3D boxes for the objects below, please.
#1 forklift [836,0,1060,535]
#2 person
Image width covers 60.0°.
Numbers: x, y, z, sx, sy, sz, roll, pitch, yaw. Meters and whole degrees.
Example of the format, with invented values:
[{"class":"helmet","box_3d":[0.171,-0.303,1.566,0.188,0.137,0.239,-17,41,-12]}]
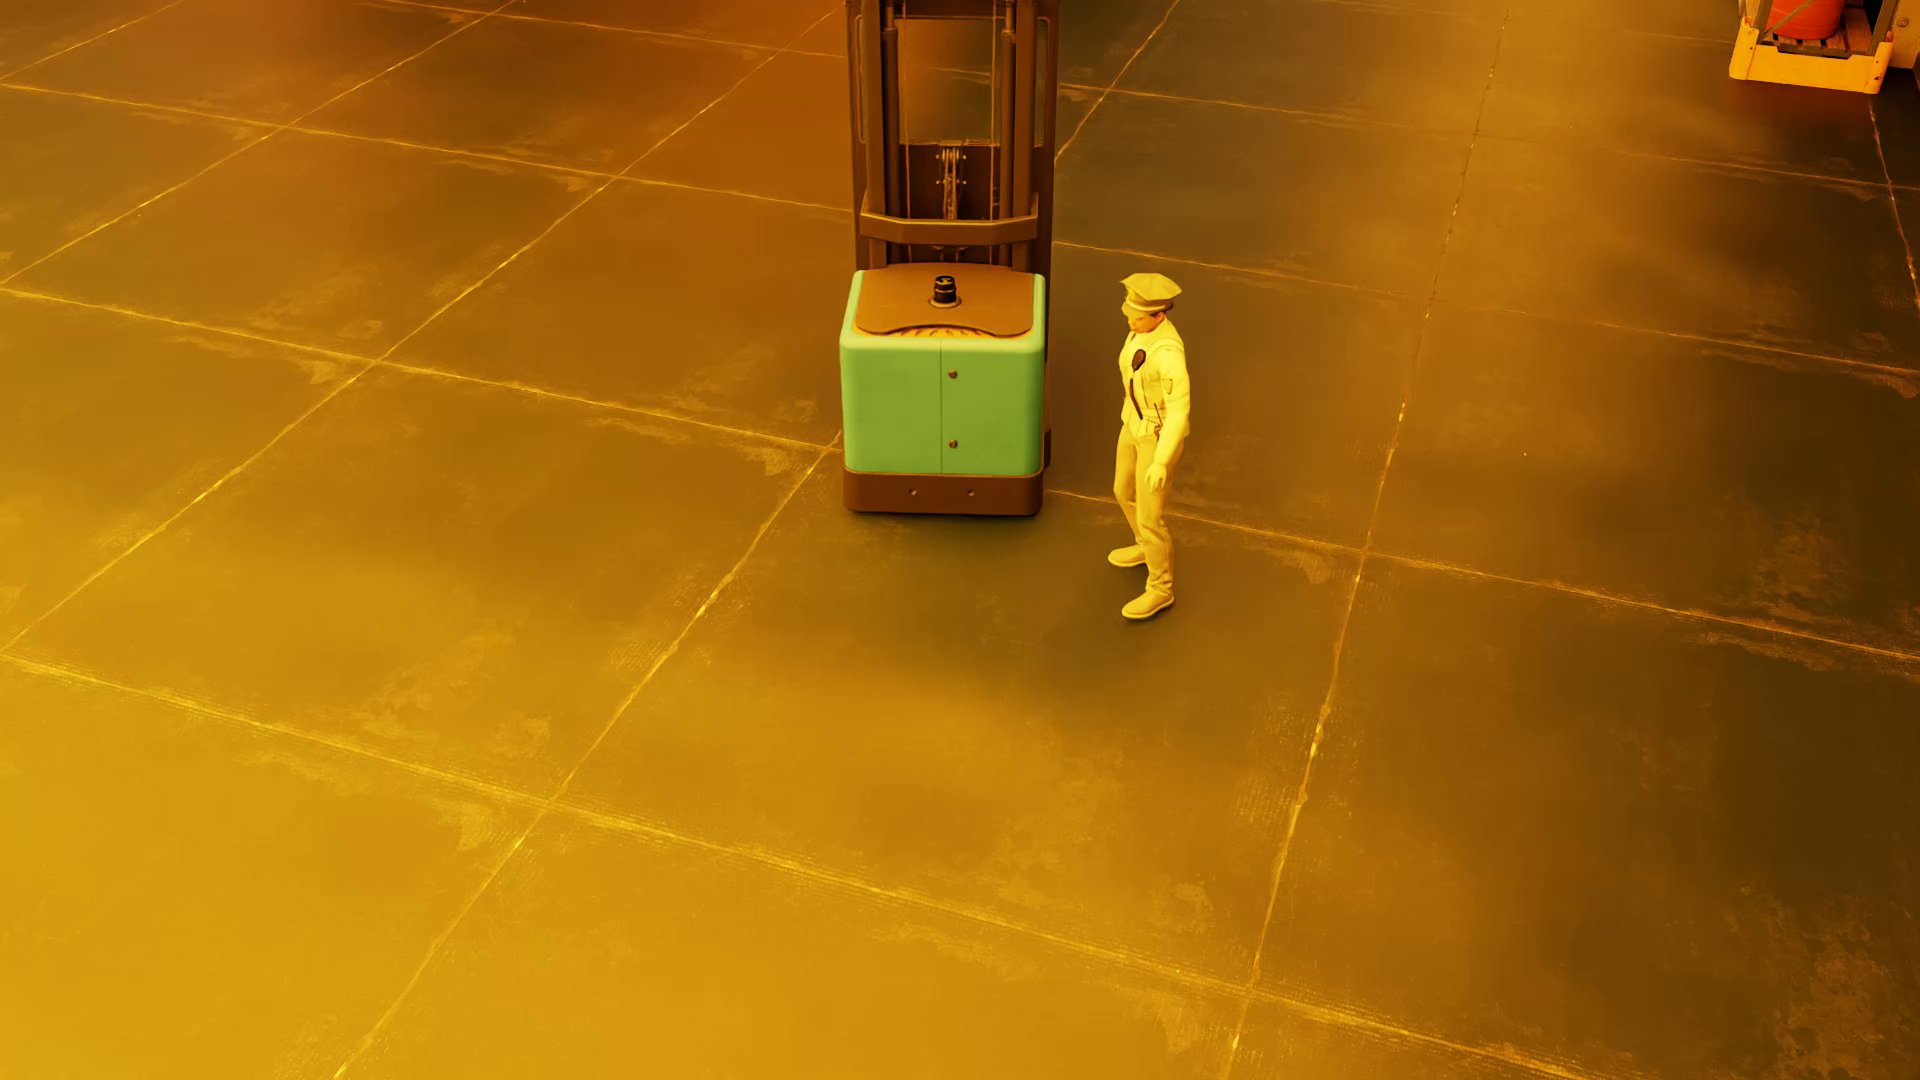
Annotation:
[{"class":"forklift","box_3d":[-0.033,-2.049,9.001,1.130,2.935,3.031,2,35,2]},{"class":"person","box_3d":[0.662,-0.461,7.921,0.632,1.610,0.886,-1,35,-2]}]
